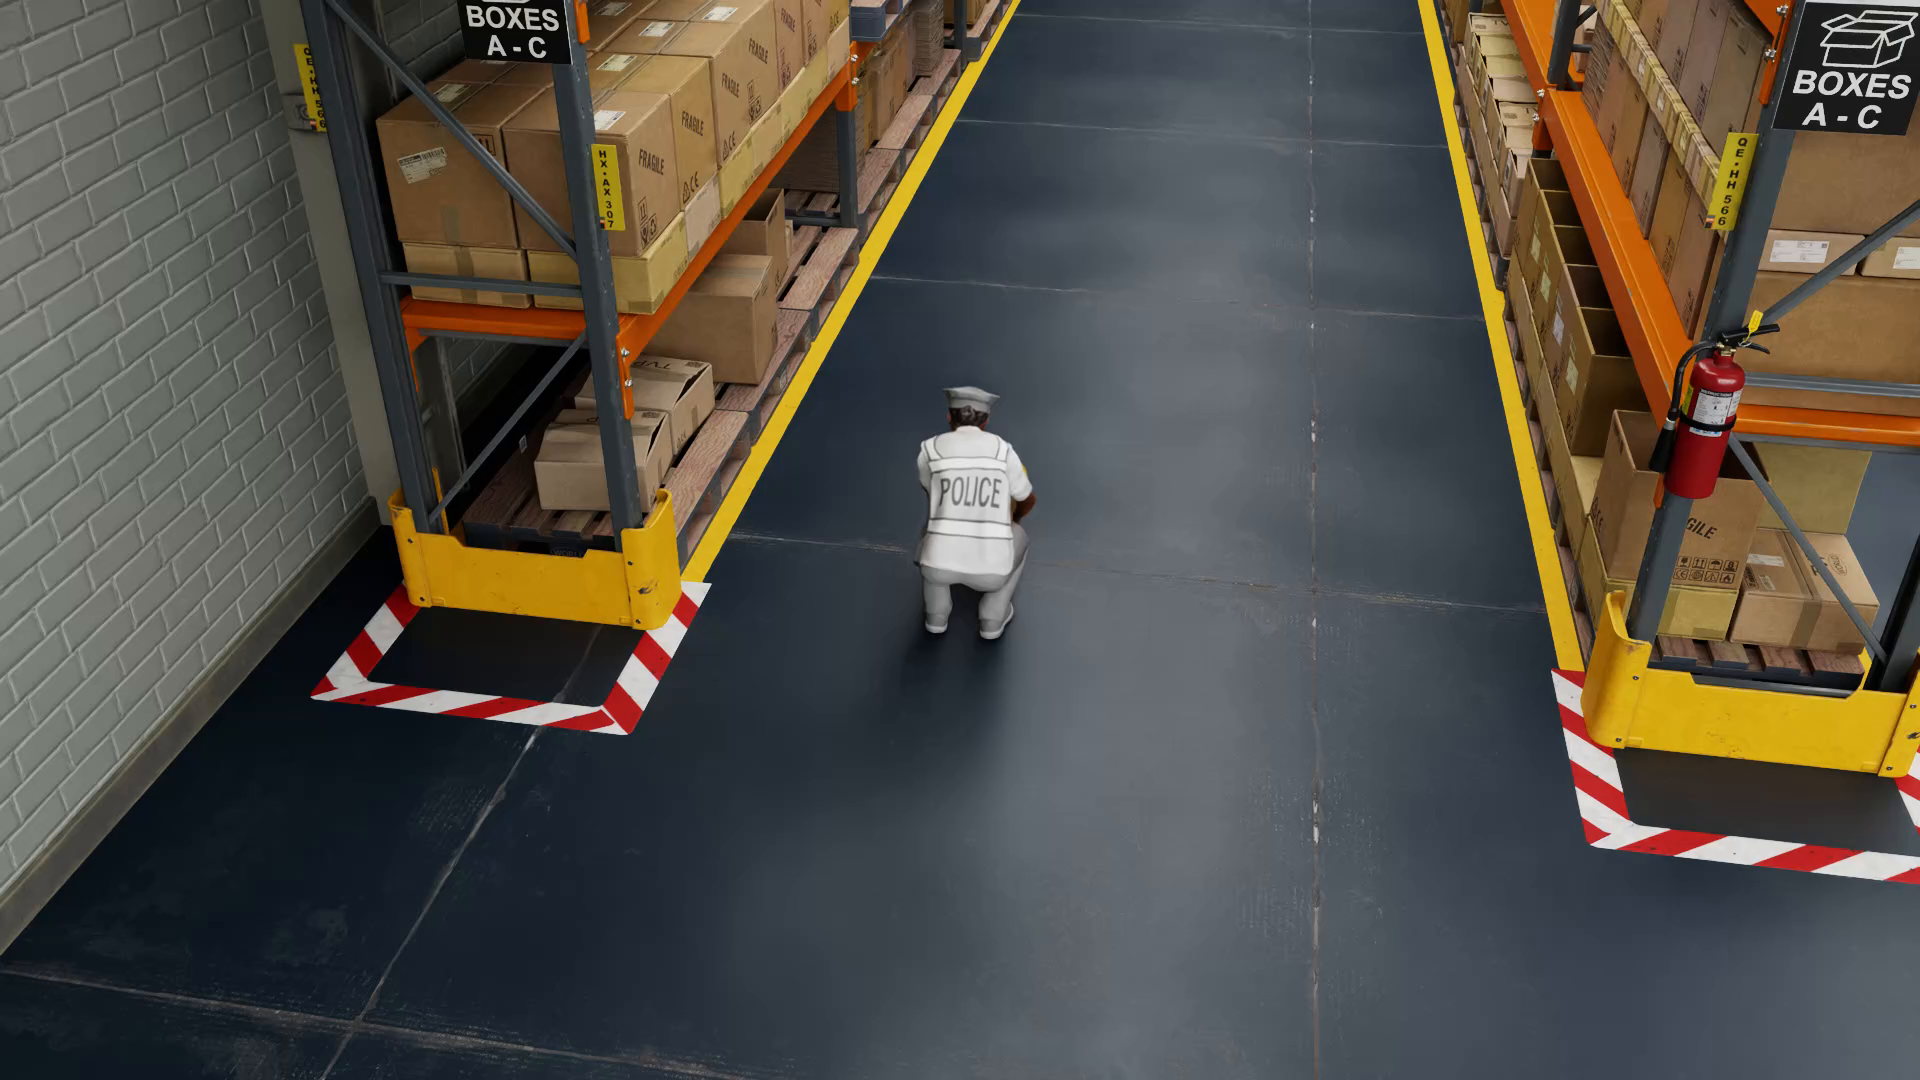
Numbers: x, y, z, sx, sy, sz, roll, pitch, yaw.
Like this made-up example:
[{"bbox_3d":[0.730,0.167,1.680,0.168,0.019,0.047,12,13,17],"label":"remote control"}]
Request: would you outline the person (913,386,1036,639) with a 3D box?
[{"bbox_3d":[0.053,-0.135,7.025,0.496,0.950,0.853,6,33,9],"label":"person"}]
